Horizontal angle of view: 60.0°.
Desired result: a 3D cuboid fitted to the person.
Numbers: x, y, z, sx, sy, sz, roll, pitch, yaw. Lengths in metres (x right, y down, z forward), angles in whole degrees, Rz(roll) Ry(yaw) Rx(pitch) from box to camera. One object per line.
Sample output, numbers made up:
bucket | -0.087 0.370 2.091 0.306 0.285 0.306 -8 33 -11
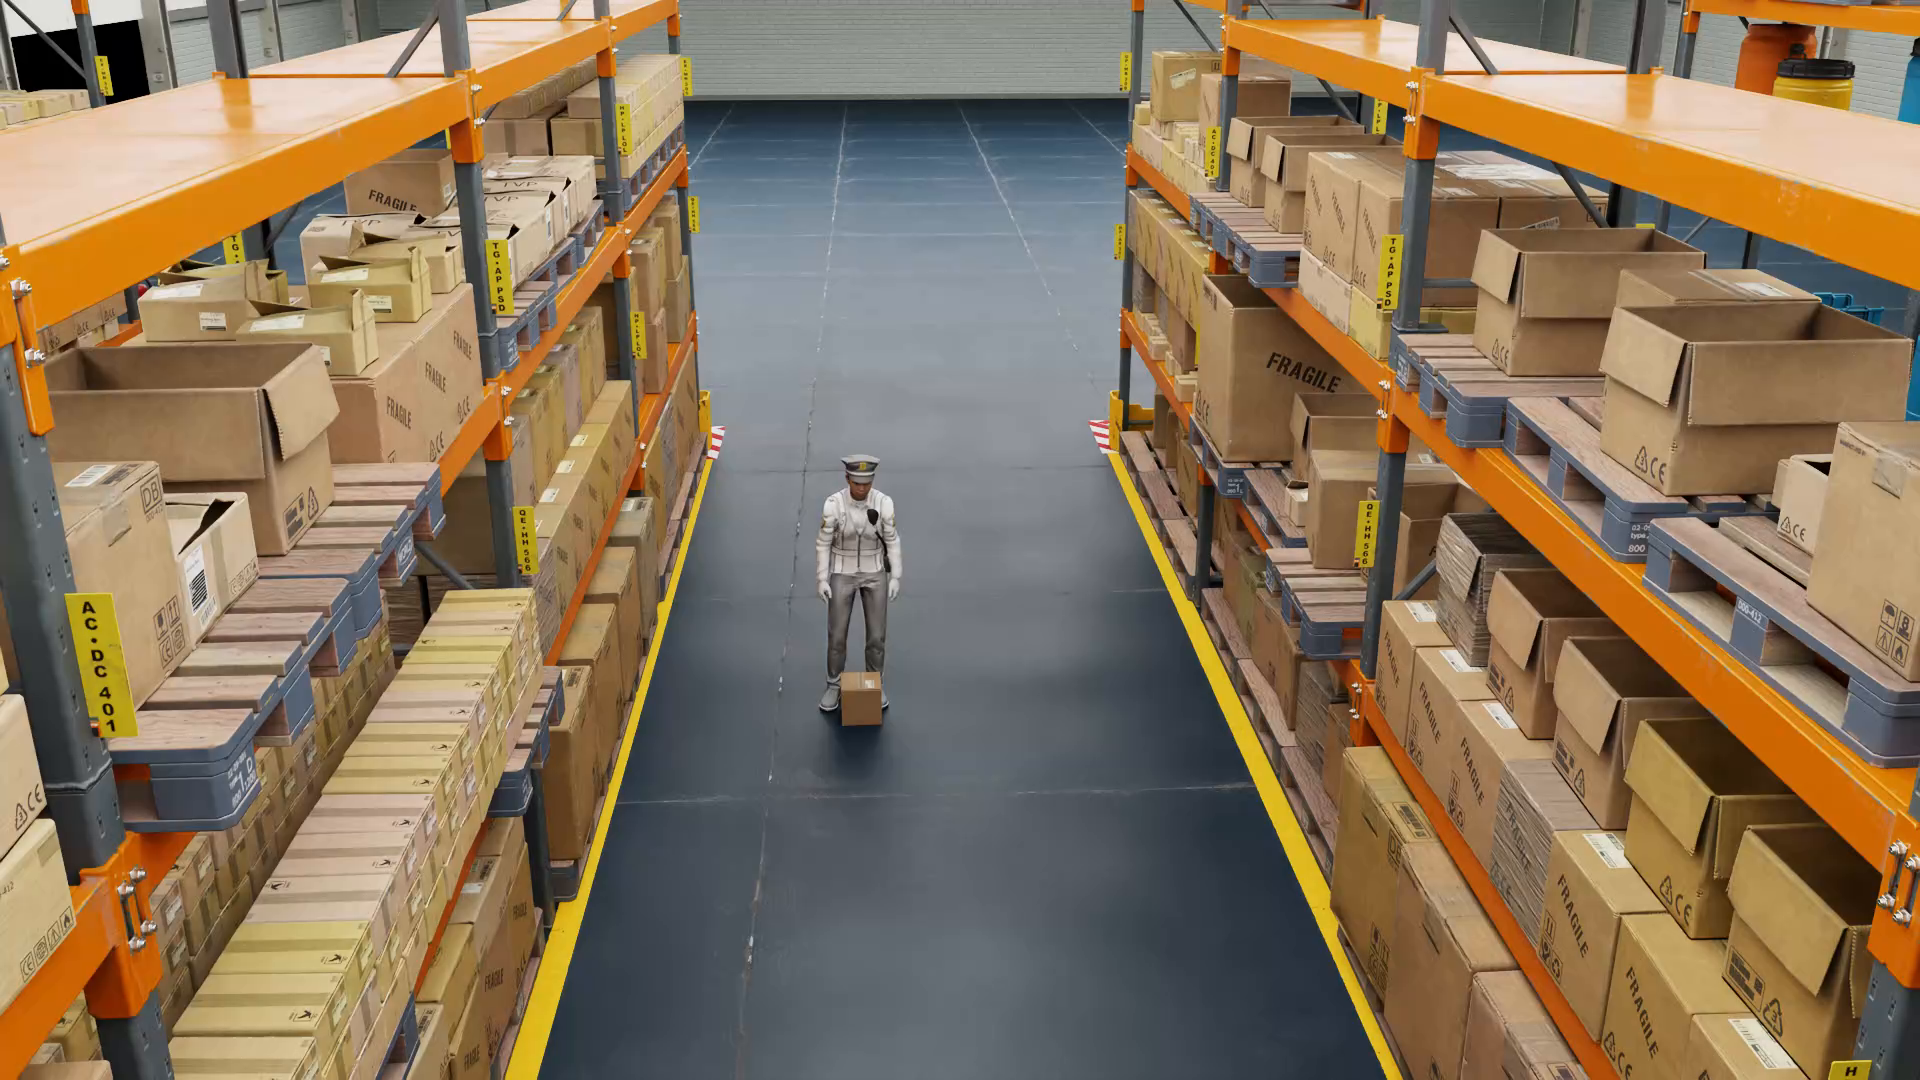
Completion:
person | -0.632 0.249 10.404 0.547 1.666 0.371 -2 21 -6
